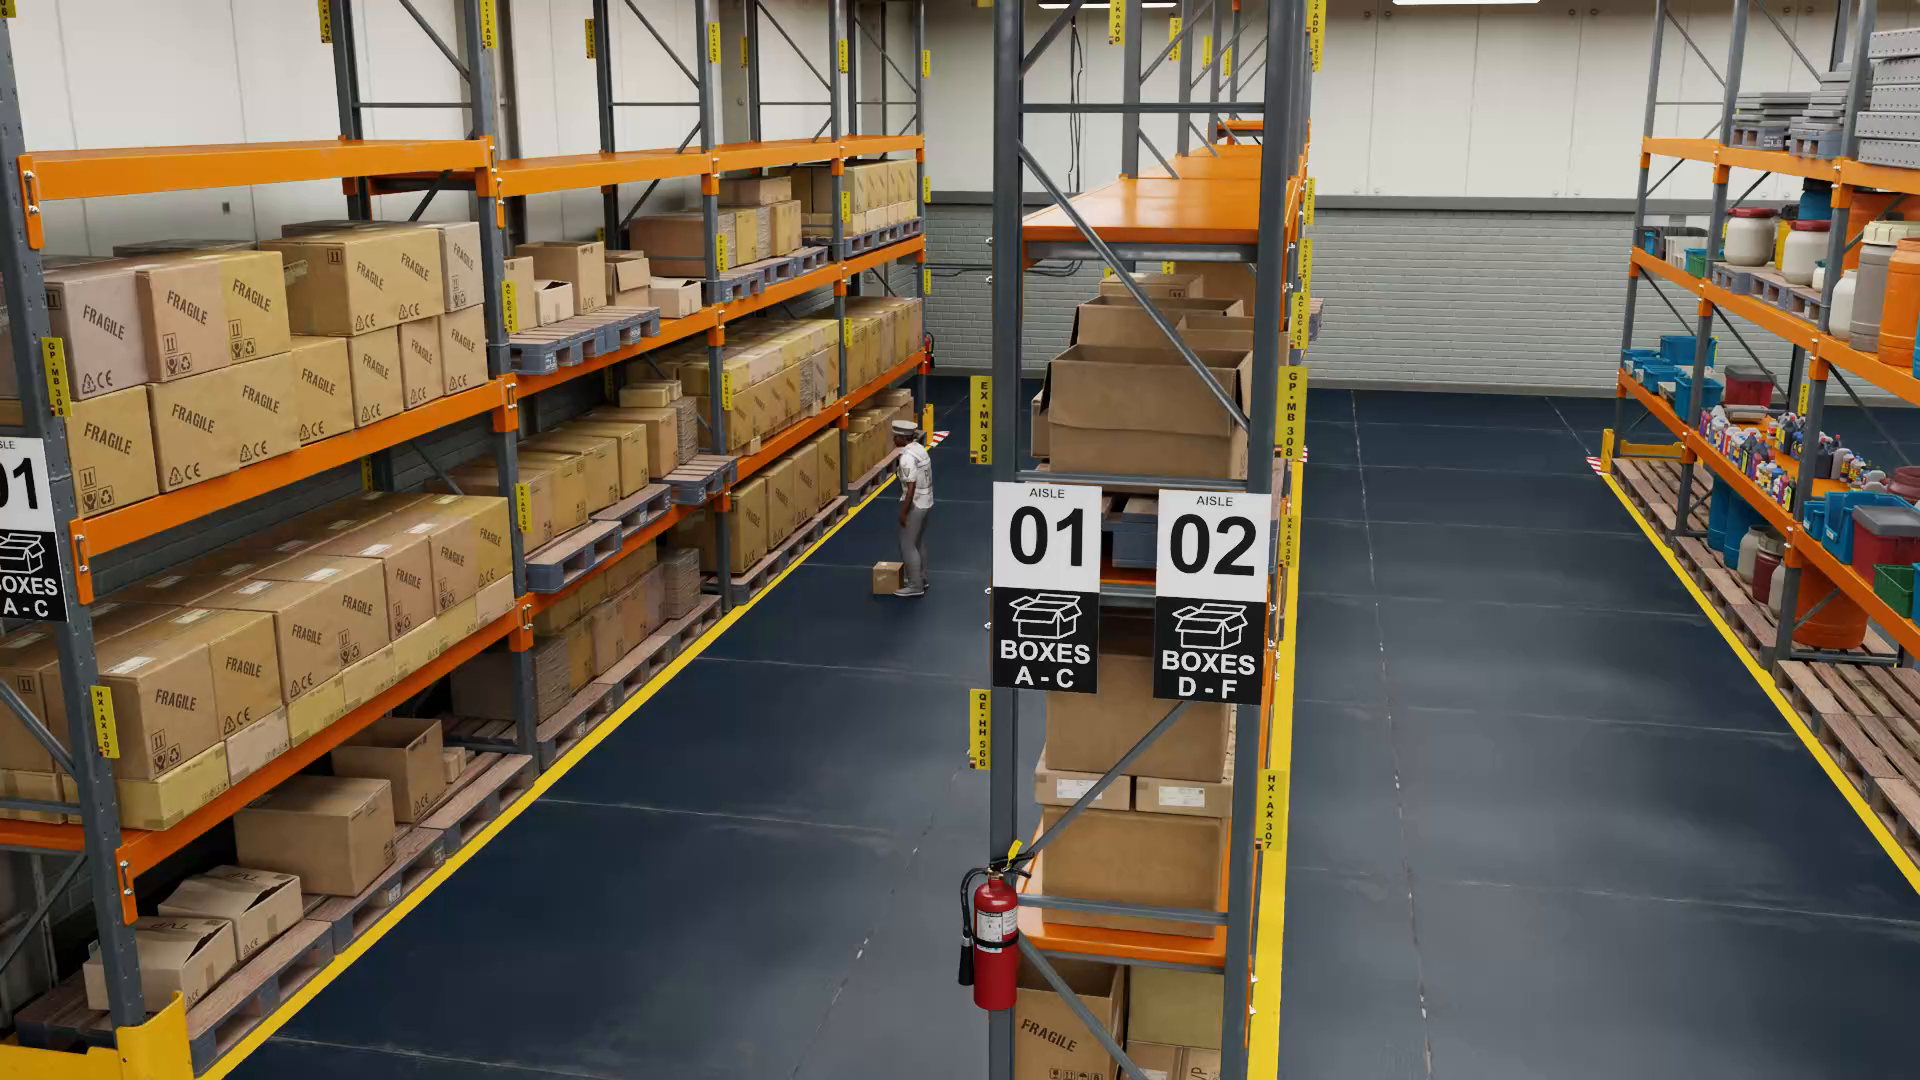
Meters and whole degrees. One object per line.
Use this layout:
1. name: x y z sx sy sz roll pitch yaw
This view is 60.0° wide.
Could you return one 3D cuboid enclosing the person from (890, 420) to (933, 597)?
1. person: -0.452 -0.307 15.676 0.394 1.660 0.507 3 15 11
